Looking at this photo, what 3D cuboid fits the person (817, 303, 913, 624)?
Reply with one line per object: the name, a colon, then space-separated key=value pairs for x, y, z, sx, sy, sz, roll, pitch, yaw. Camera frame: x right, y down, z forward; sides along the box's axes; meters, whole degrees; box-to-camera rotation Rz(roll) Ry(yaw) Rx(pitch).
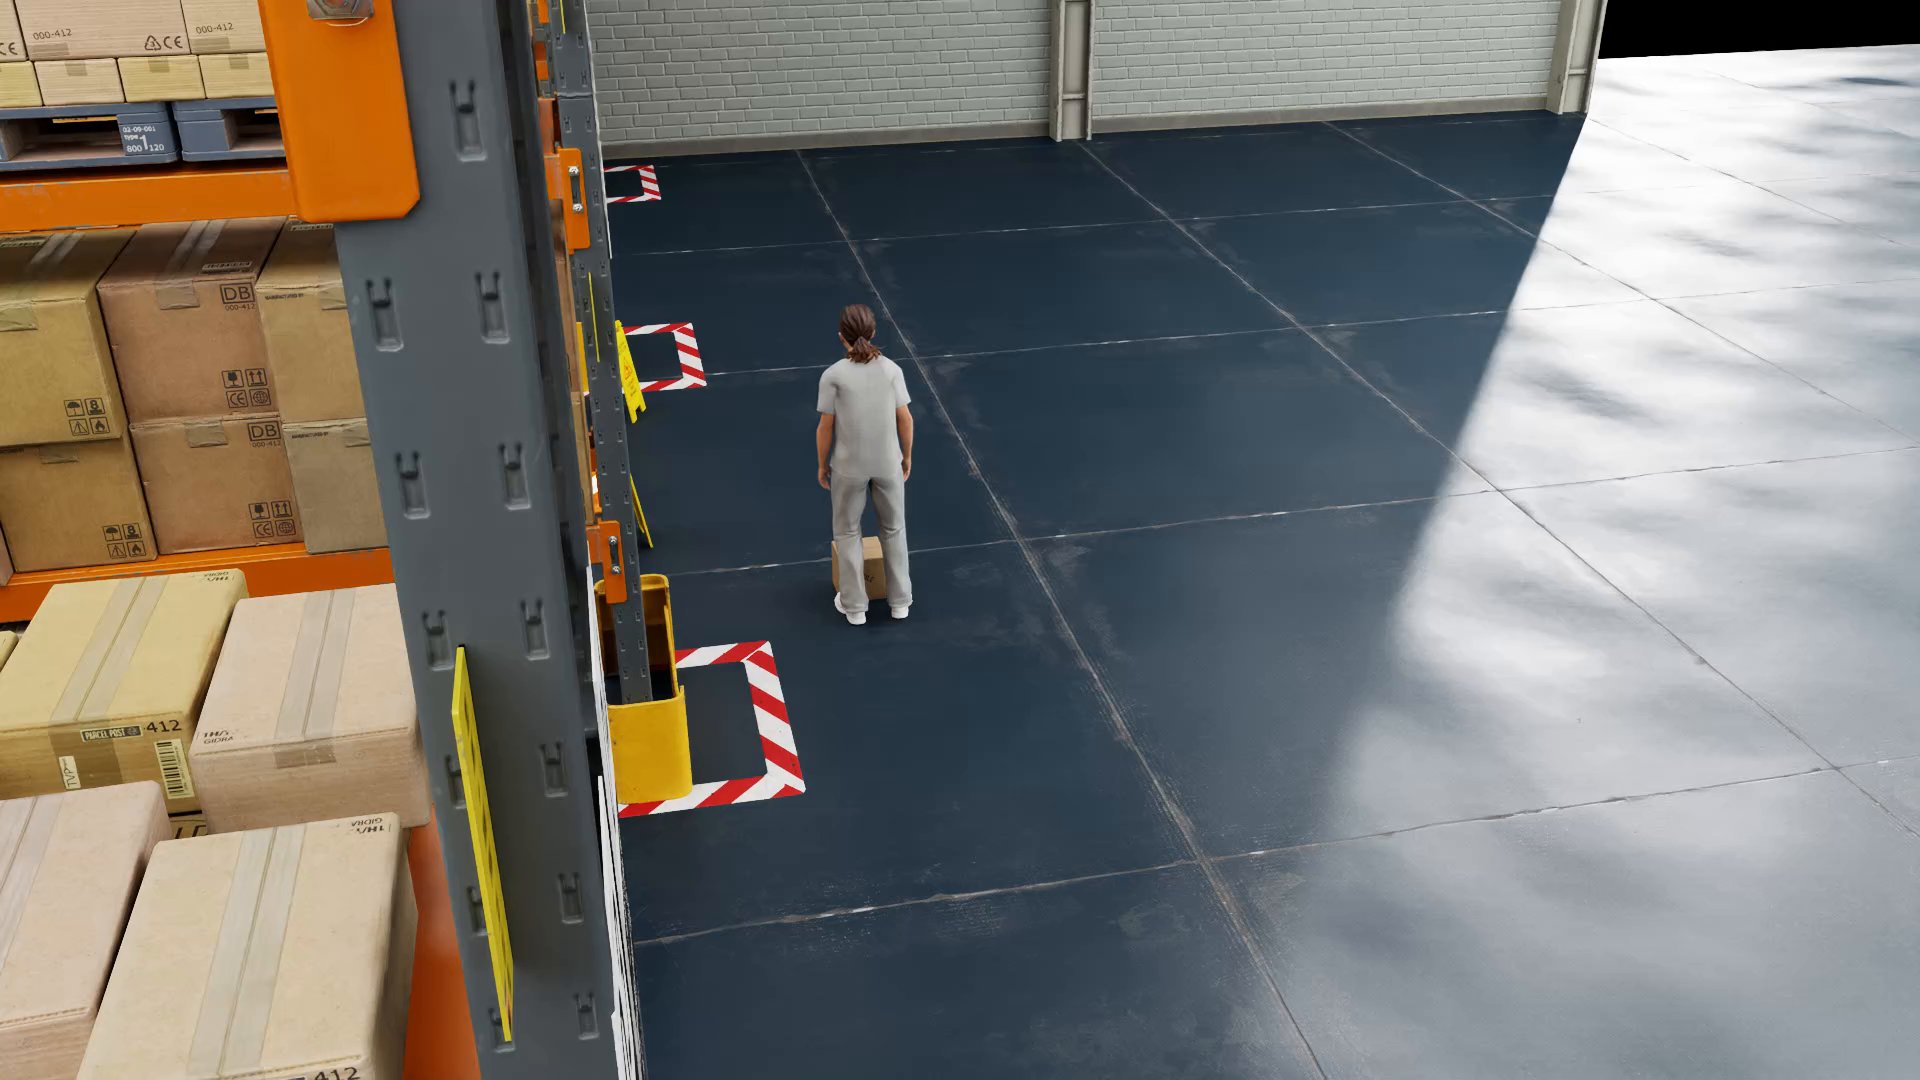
person: x=-0.472 y=-0.369 z=8.346 sx=0.490 sy=1.673 sz=0.354 roll=-6 pitch=27 yaw=-12
